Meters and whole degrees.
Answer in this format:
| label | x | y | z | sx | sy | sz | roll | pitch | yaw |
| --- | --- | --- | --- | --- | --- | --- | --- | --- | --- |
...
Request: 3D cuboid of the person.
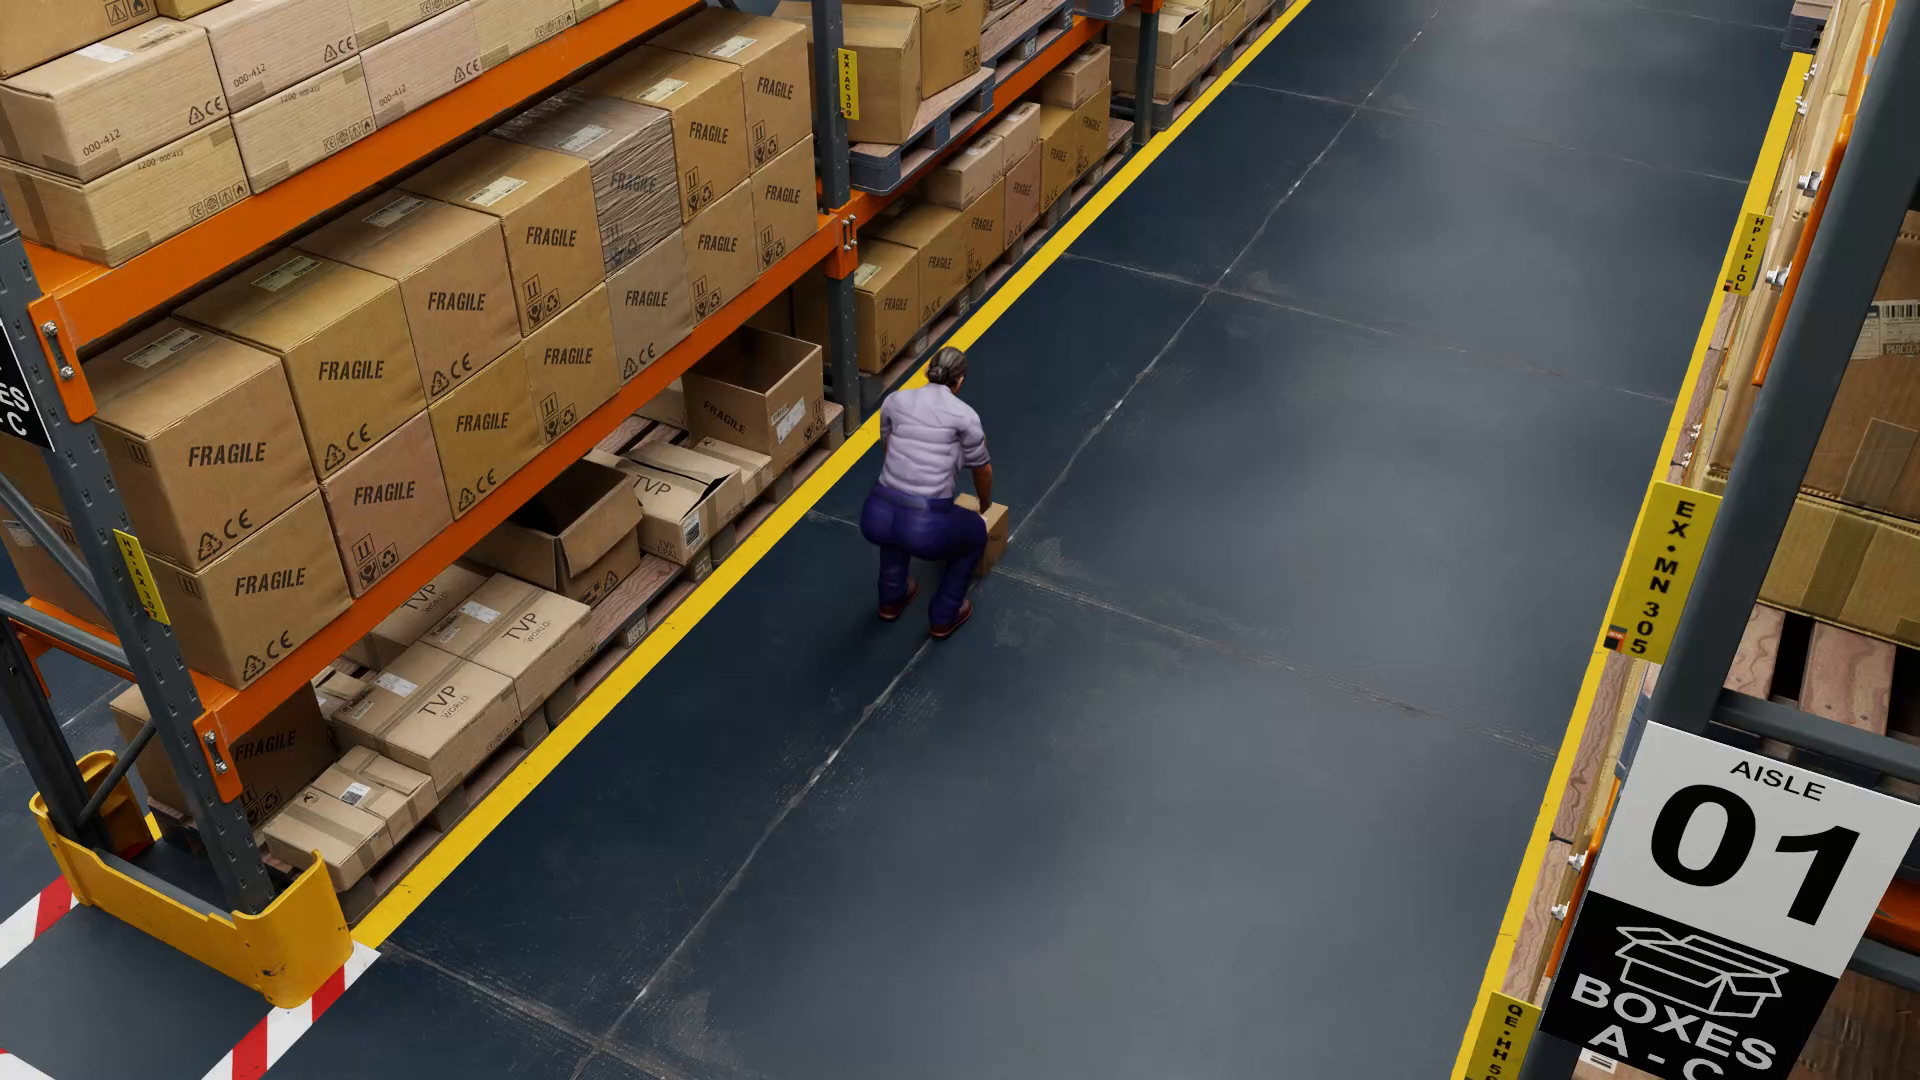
| label | x | y | z | sx | sy | sz | roll | pitch | yaw |
| --- | --- | --- | --- | --- | --- | --- | --- | --- | --- |
| person | -0.166 | -0.185 | 7.343 | 0.537 | 1.226 | 0.731 | 18 | 41 | 21 |
